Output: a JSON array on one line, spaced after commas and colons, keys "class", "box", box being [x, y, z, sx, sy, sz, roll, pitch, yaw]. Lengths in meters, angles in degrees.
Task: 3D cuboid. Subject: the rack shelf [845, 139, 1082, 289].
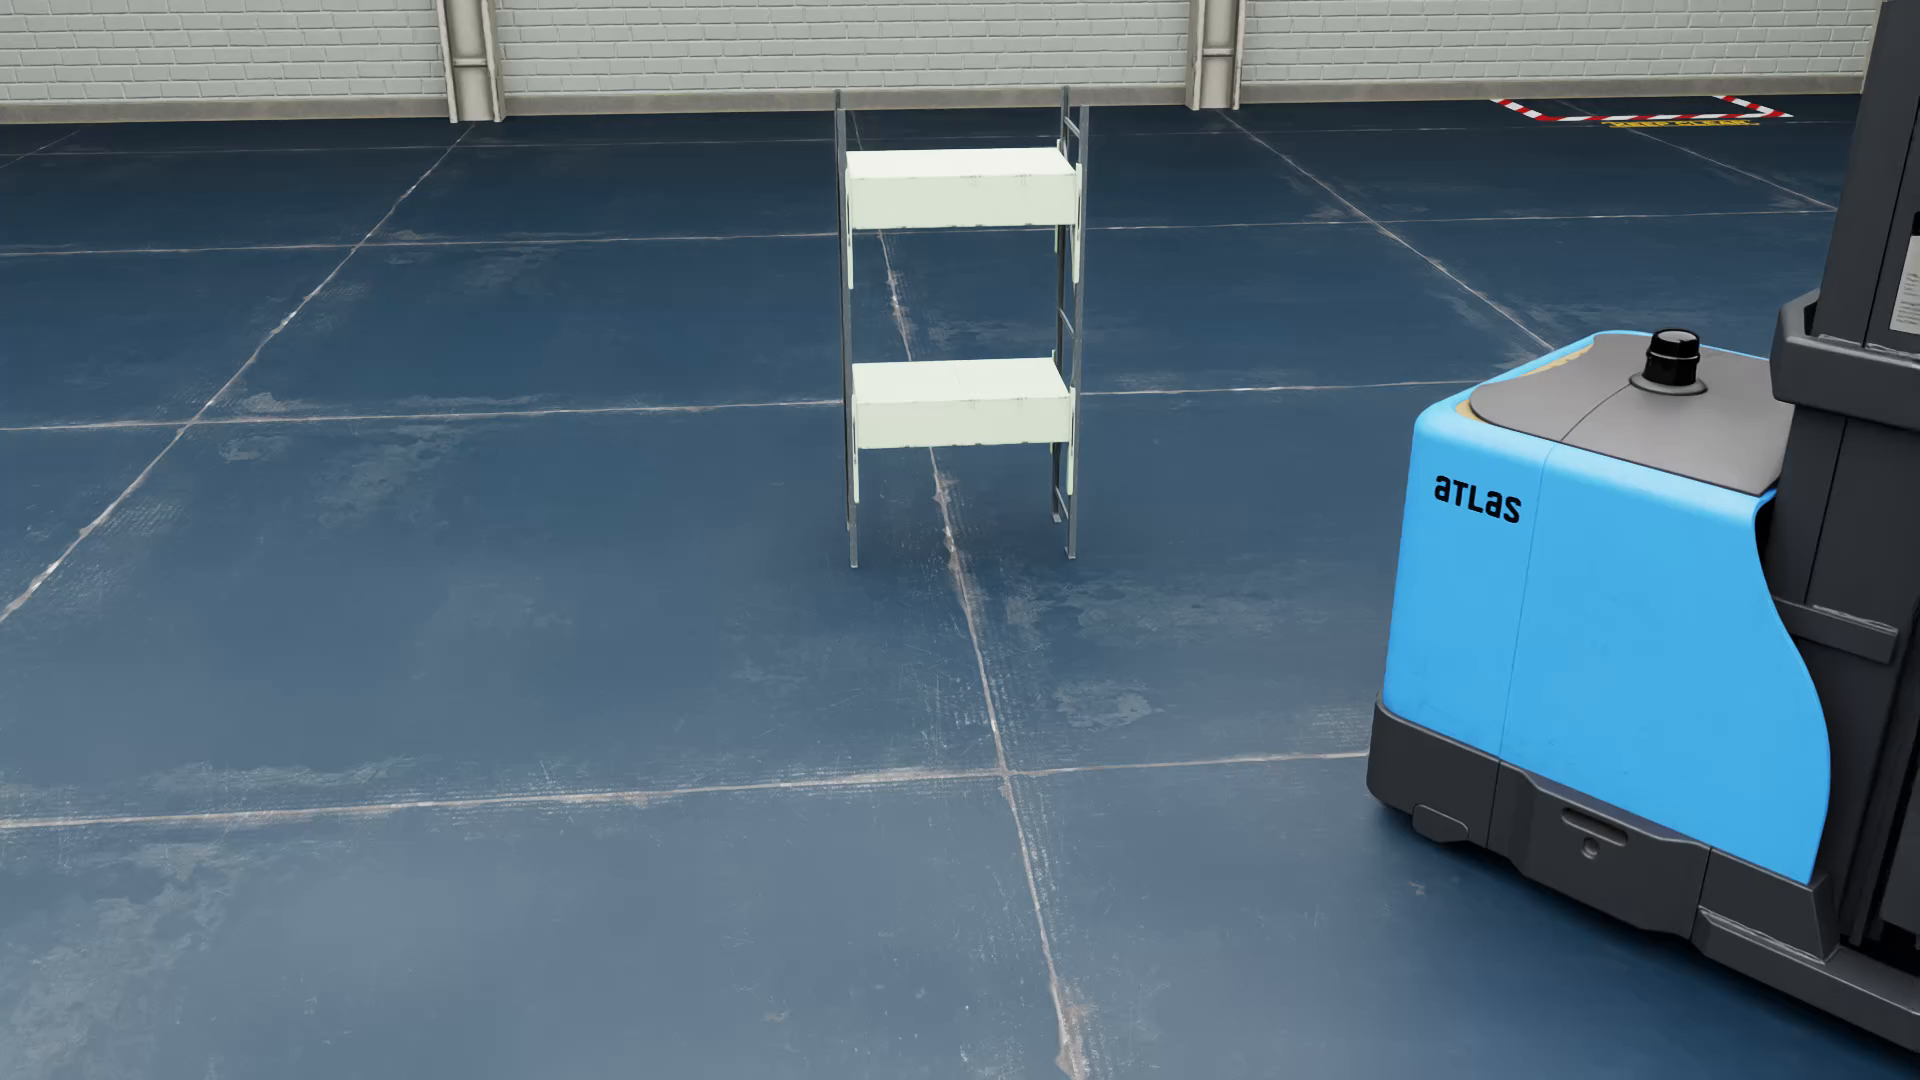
[{"class": "rack shelf", "box": [-0.007, -1.042, 5.286, 0.720, 0.370, 0.431, -2, 24, -5]}]

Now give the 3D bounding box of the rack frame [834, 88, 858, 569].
[{"class": "rack frame", "box": [-0.371, -0.670, 5.412, 0.023, 1.500, 0.400, -2, 24, -5]}]

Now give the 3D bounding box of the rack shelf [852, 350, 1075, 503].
[{"class": "rack shelf", "box": [-0.007, -0.387, 5.577, 0.720, 0.370, 0.431, -2, 24, -5]}]

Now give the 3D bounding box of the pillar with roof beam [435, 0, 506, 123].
[{"class": "pillar with roof beam", "box": [-3.444, -5.755, 7.620, 0.400, 9.000, 9.100, -2, 24, -5]}]

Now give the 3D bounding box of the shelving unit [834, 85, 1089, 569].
[{"class": "shelving unit", "box": [-0.007, -0.685, 5.445, 0.755, 1.500, 0.431, -2, 24, -5]}]

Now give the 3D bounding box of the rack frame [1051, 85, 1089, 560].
[{"class": "rack frame", "box": [0.358, -0.700, 5.478, 0.023, 1.500, 0.400, -2, 24, -5]}]

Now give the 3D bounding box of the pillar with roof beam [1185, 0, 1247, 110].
[{"class": "pillar with roof beam", "box": [2.527, -5.995, 8.159, 0.400, 9.000, 9.100, -2, 24, -5]}]

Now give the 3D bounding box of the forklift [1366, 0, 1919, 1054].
[{"class": "forklift", "box": [2.413, -0.363, 2.958, 1.130, 2.935, 3.031, -22, 32, -40]}]

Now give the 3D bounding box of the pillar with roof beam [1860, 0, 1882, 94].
[{"class": "pillar with roof beam", "box": [8.498, -6.235, 8.697, 0.400, 9.000, 9.100, -2, 24, -5]}]
